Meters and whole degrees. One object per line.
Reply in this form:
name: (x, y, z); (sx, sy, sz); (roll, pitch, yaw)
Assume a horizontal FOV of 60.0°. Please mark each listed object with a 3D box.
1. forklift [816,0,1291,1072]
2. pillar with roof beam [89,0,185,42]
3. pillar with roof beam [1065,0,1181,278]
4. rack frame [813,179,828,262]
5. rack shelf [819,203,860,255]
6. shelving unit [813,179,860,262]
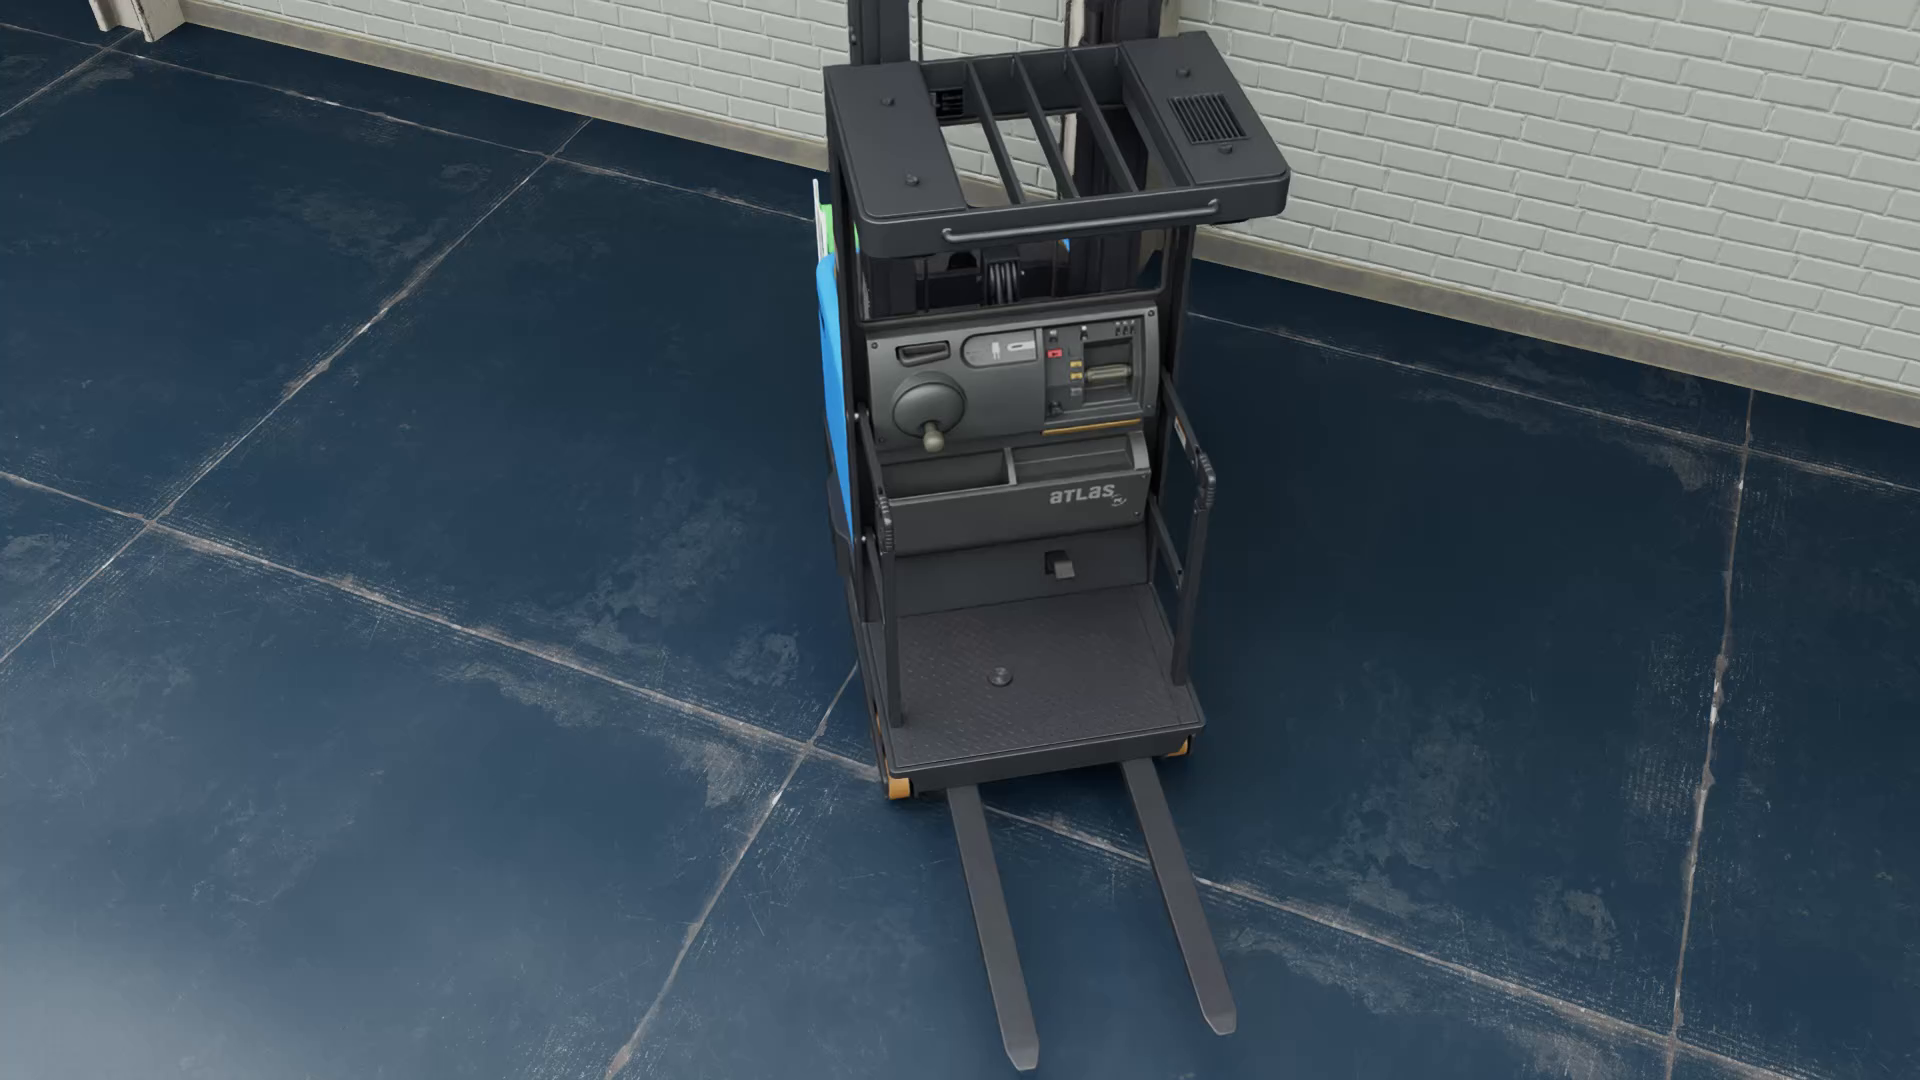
forklift: (0.216, -0.418, 5.092); (1.130, 2.935, 3.031); (-8, 45, -8)
pillar with roof beam: (-6.467, -3.430, 3.817); (0.400, 9.000, 9.100); (16, 47, 16)
pillar with roof beam: (-0.929, -1.800, 2.180); (0.400, 9.000, 9.100); (16, 47, 16)
rack frame: (-0.540, -0.893, 6.796); (0.015, 1.200, 0.240); (-8, 45, -8)
rack shelf: (-0.301, -1.221, 6.537); (0.480, 0.148, 0.258); (-8, 45, -8)
shelving unit: (-0.301, -0.926, 6.830); (0.503, 1.200, 0.258); (-8, 45, -8)
